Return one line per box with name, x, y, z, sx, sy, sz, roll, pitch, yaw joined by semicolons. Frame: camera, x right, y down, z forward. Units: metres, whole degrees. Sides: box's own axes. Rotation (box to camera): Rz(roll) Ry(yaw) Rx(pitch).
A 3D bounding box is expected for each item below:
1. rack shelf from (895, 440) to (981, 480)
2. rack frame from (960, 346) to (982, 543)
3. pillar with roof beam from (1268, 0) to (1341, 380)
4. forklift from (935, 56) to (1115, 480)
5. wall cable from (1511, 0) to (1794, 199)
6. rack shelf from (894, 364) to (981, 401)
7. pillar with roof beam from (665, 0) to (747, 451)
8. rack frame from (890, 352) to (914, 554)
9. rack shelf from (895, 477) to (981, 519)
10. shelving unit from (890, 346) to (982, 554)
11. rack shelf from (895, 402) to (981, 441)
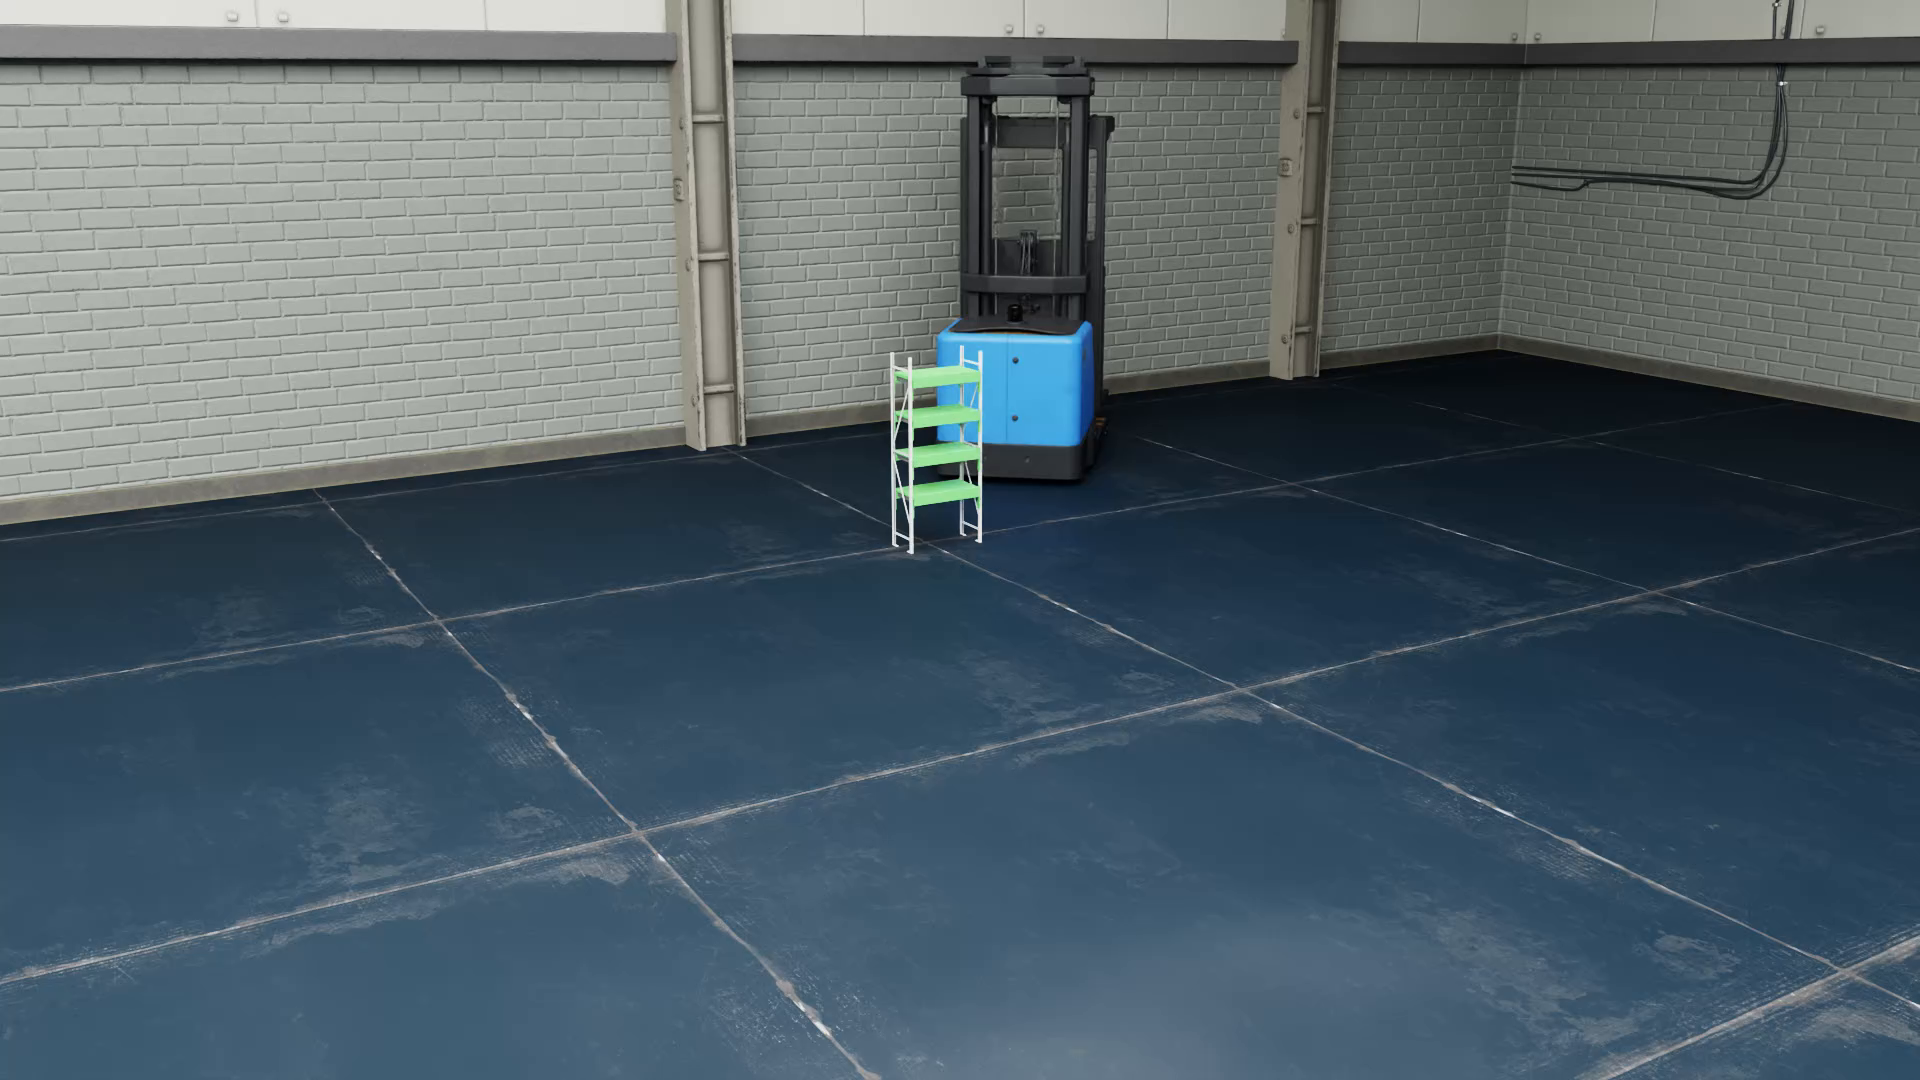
rack shelf;-0.142;-0.493;10.183;0.480;0.148;0.258;-9;18;-30
rack frame;0.067;-0.589;10.287;0.015;1.200;0.240;-9;18;-30
pillar with roof beam;5.437;-4.924;11.303;0.400;9.000;9.100;-9;18;-30
forklift;0.584;-2.184;12.771;1.130;2.935;3.031;3;16;10
wall cable;6.426;-4.528;15.644;0.112;2.526;3.097;-9;18;-30
rack shelf;-0.142;-0.955;10.053;0.480;0.148;0.258;-9;18;-30
pillar with roof beam;0.294;-4.090;8.327;0.400;9.000;9.100;-9;18;-30
rack frame;-0.351;-0.521;10.045;0.015;1.200;0.240;-9;18;-30
rack shelf;-0.142;-0.262;10.248;0.480;0.148;0.258;-9;18;-30
shelving unit;-0.142;-0.555;10.166;0.503;1.200;0.258;-9;18;-30
rack shelf;-0.142;-0.724;10.118;0.480;0.148;0.258;-9;18;-30
